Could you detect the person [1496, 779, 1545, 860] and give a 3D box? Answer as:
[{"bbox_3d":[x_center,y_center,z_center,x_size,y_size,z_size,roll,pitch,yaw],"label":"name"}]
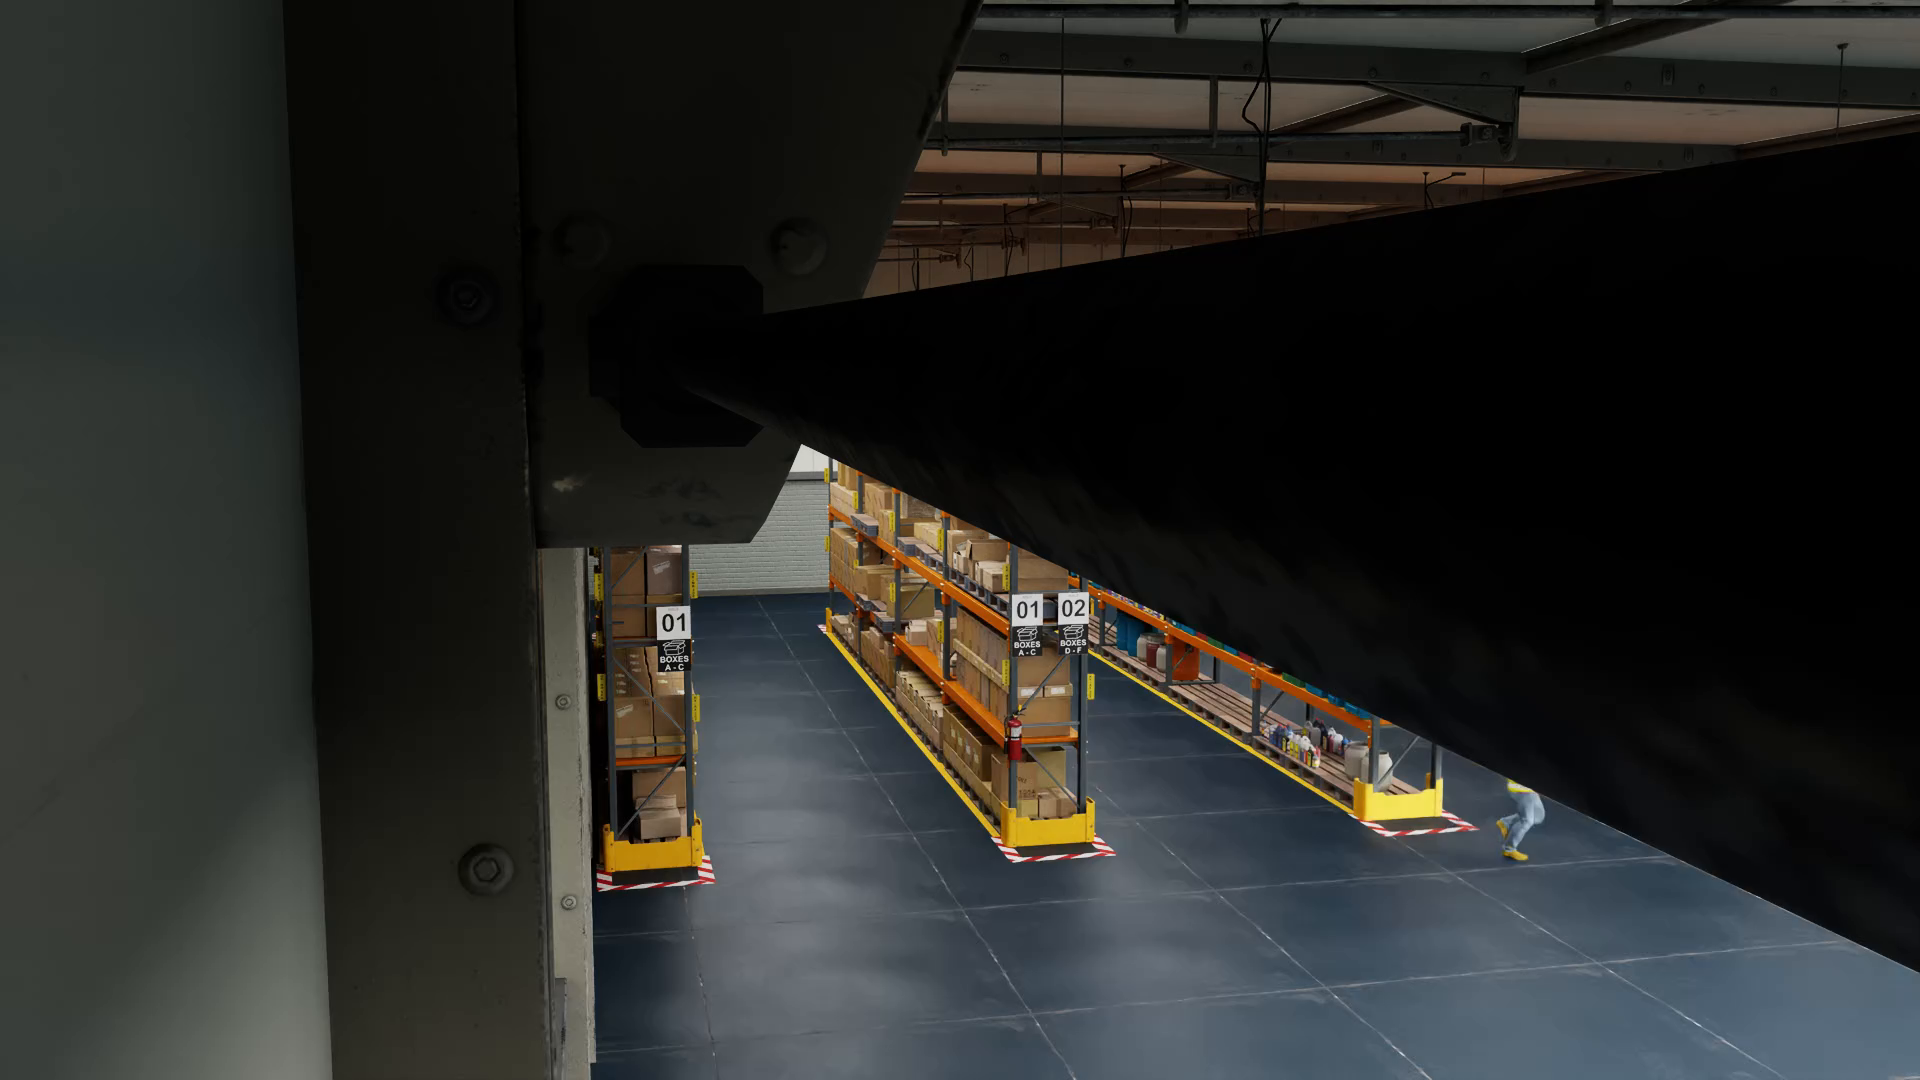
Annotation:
[{"bbox_3d":[6.948,3.061,20.456,0.647,1.721,0.740,3,7,25],"label":"person"}]
